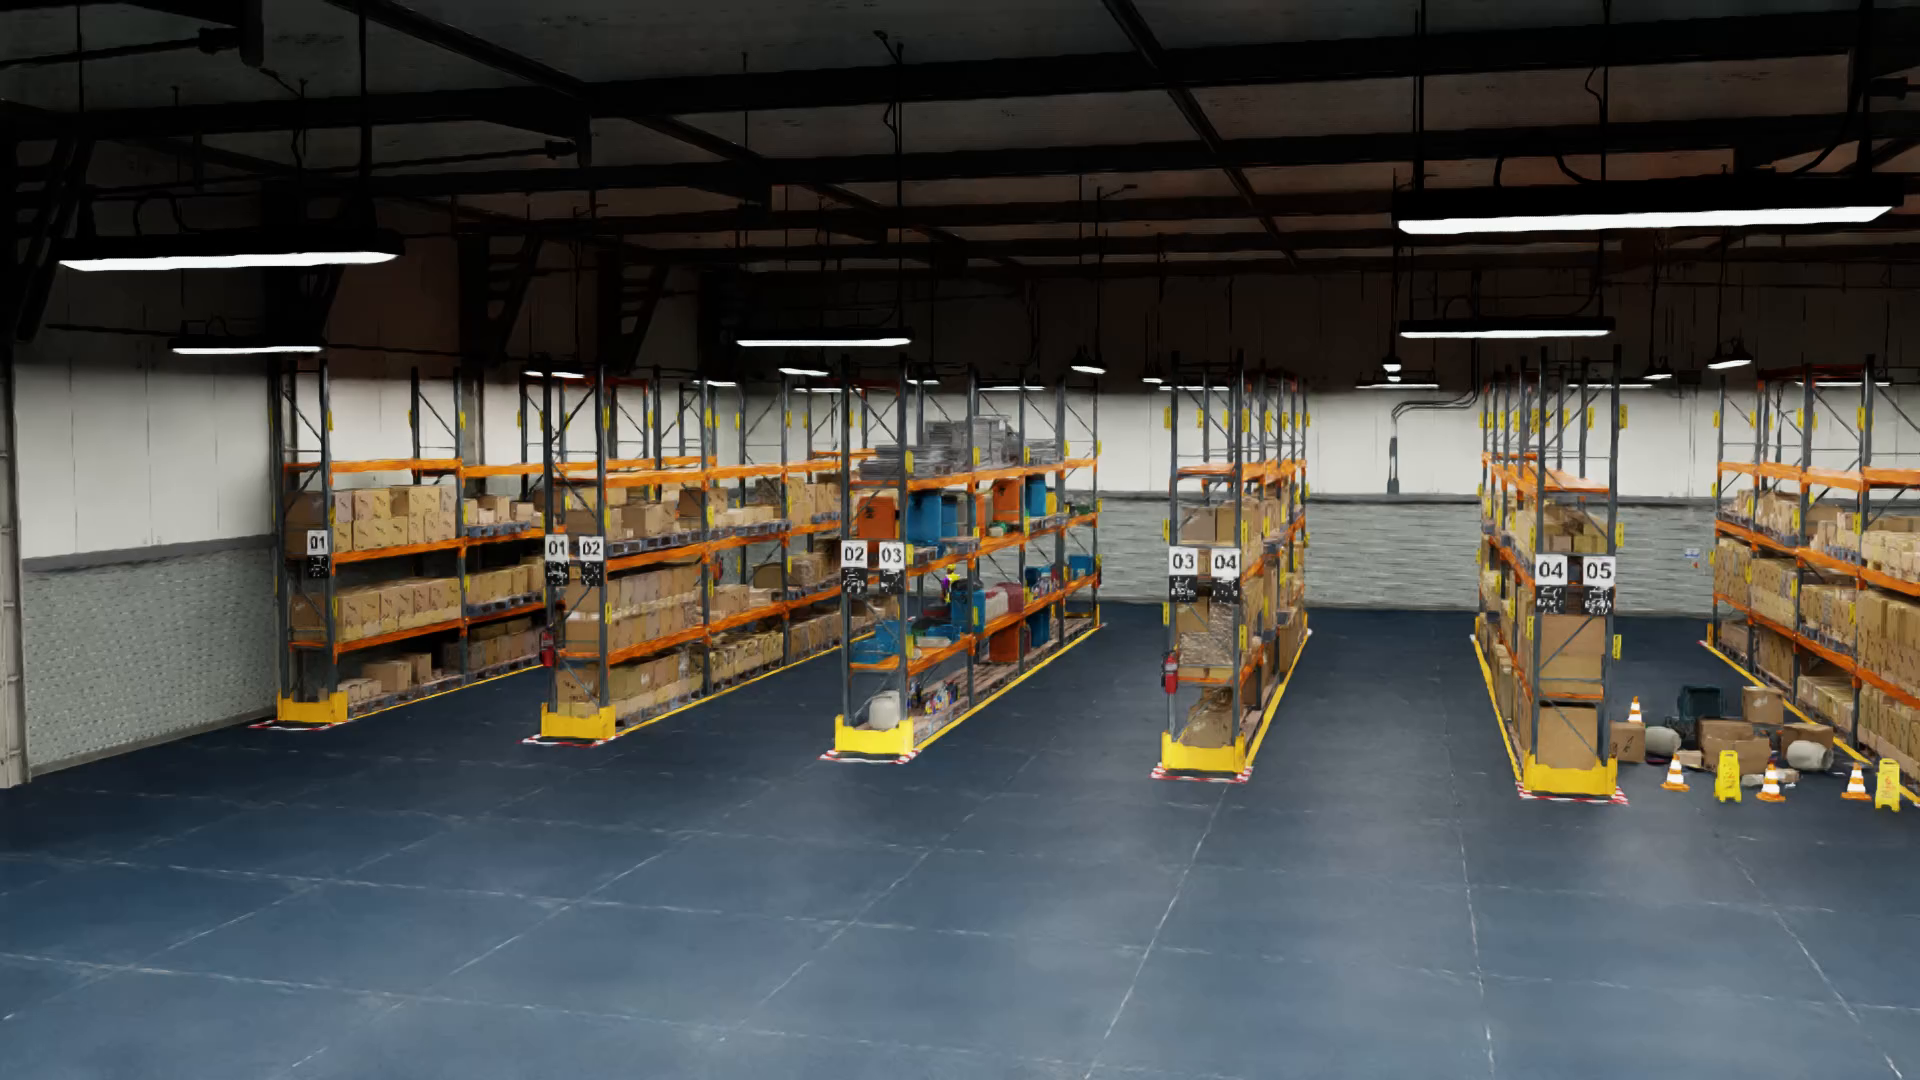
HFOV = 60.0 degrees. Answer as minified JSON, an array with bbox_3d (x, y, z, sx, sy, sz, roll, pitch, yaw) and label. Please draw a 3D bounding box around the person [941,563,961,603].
[{"bbox_3d":[-0.223,1.381,37.943,0.592,1.764,0.687,3,5,34],"label":"person"}]
